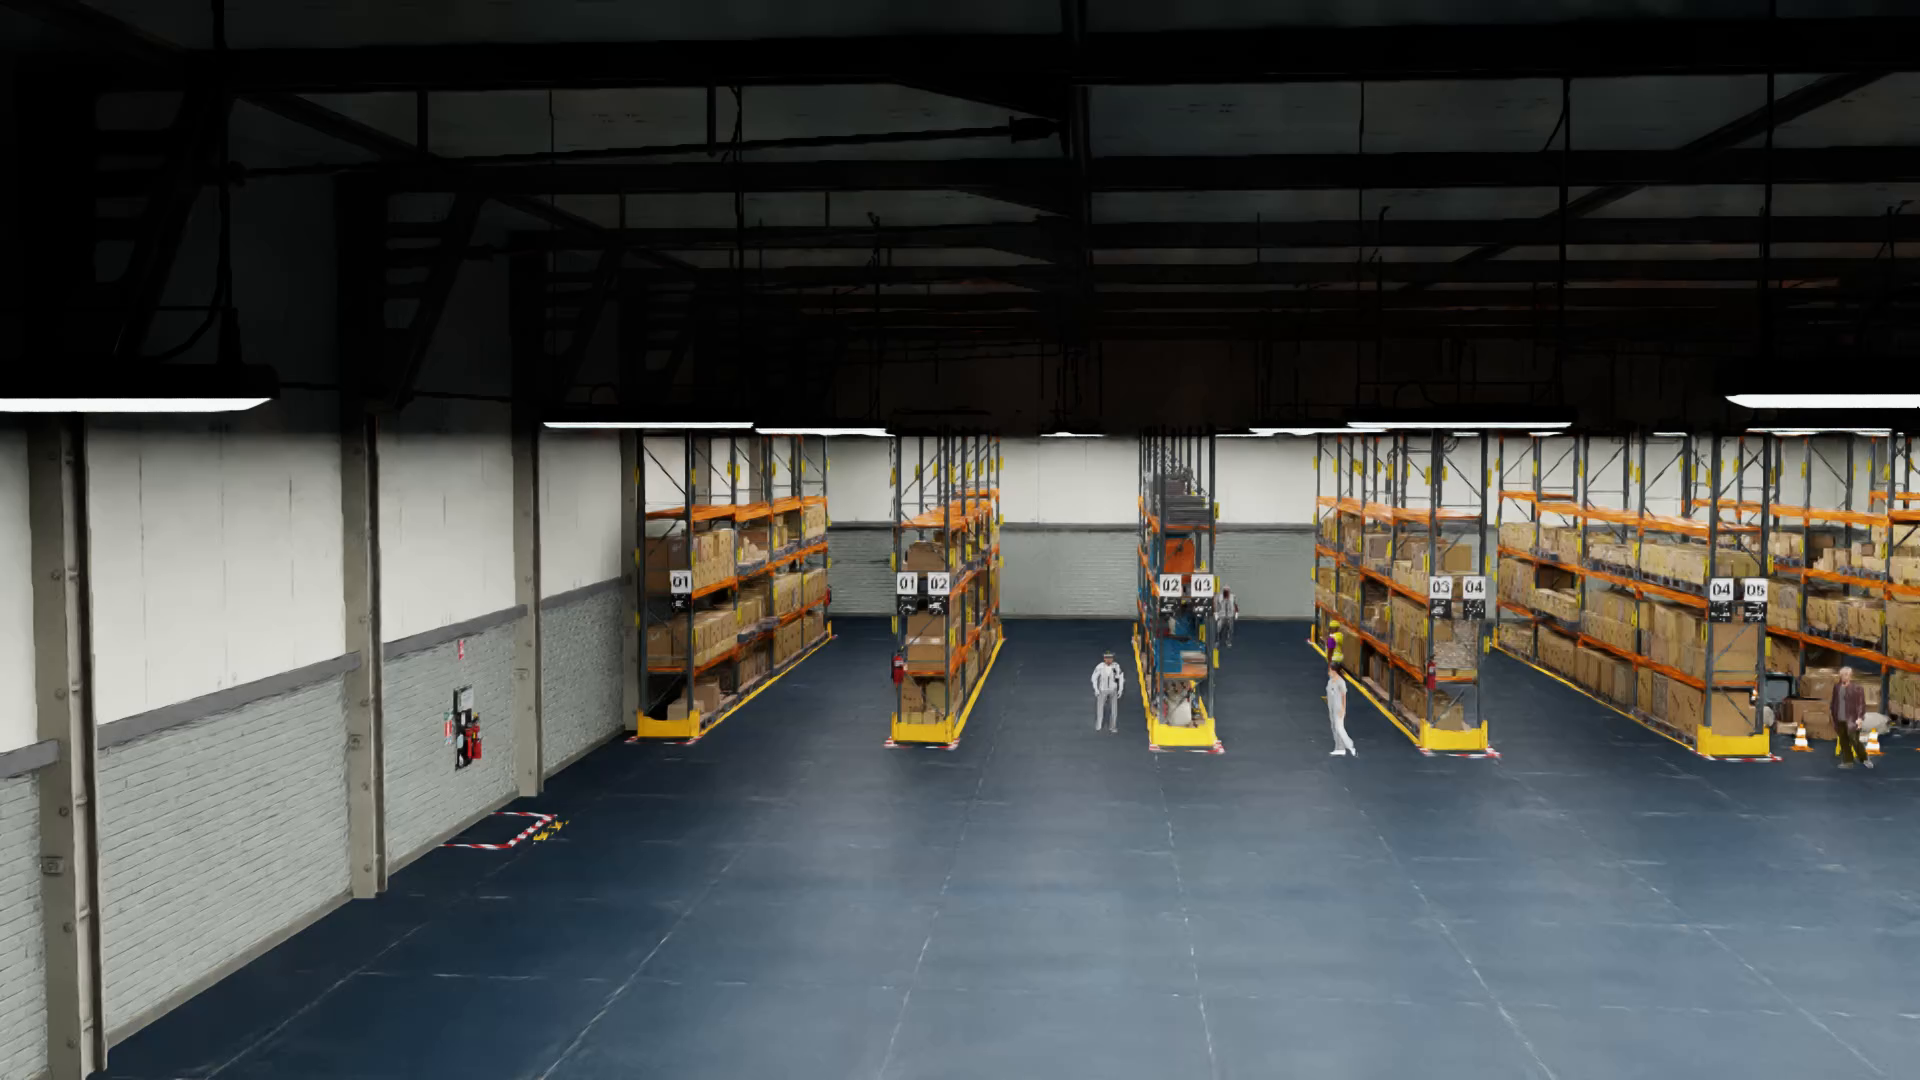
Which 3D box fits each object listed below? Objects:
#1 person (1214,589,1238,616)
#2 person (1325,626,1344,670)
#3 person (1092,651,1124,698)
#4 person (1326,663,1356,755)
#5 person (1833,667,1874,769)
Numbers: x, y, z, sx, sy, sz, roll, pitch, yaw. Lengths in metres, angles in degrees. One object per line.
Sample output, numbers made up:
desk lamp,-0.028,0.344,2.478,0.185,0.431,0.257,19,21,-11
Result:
person,7.294,1.729,45.638,0.702,0.947,0.444,0,3,3
person,8.124,2.302,36.109,0.339,1.044,0.625,2,4,34
person,2.879,2.597,32.303,0.639,0.931,0.331,0,3,3
person,6.862,3.055,29.973,0.446,1.663,0.616,-2,4,-27
person,15.408,3.077,28.691,0.476,1.771,0.725,-2,4,-30
